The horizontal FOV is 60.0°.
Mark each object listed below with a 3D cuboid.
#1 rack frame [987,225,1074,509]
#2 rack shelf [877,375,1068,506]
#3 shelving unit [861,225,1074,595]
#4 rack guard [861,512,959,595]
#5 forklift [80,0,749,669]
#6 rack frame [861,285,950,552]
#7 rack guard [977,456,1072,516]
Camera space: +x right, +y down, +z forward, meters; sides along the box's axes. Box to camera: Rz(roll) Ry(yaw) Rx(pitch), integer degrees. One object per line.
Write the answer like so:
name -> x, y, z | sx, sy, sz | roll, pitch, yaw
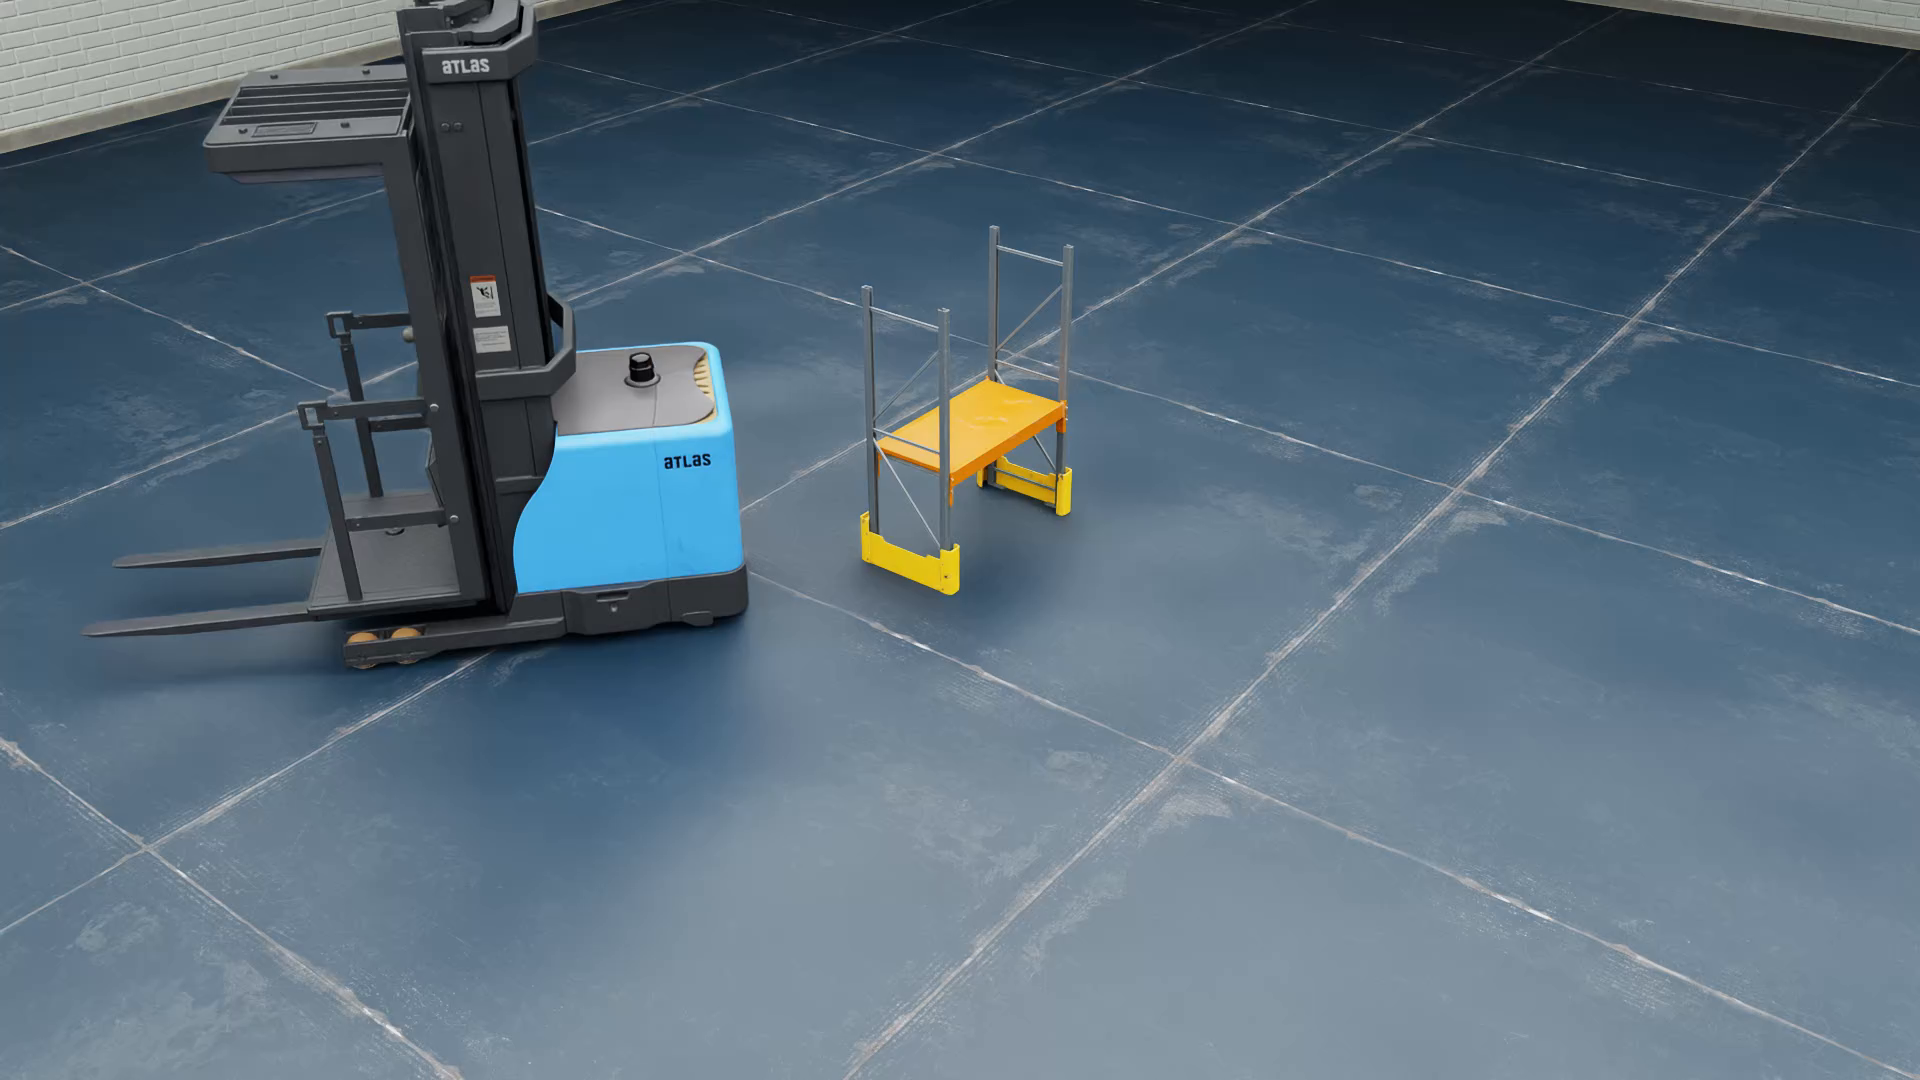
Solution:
rack frame -> 0.358, -0.887, 8.775 | 0.500, 1.500, 0.032 | 21, 37, 31
rack shelf -> 0.052, -0.525, 8.518 | 0.538, 0.185, 1.000 | 21, 37, 31
shelving unit -> 0.046, -0.676, 8.420 | 0.587, 1.500, 1.083 | 21, 37, 31
rack guard -> -0.255, 0.064, 8.397 | 0.587, 0.250, 0.087 | 21, 37, 31
forklift -> -2.596, -0.956, 7.488 | 3.031, 2.935, 1.130 | -6, 31, -10
rack frame -> -0.255, -0.473, 8.077 | 0.500, 1.500, 0.032 | 21, 37, 31
rack guard -> 0.347, -0.341, 9.080 | 0.587, 0.250, 0.087 | 21, 37, 31
